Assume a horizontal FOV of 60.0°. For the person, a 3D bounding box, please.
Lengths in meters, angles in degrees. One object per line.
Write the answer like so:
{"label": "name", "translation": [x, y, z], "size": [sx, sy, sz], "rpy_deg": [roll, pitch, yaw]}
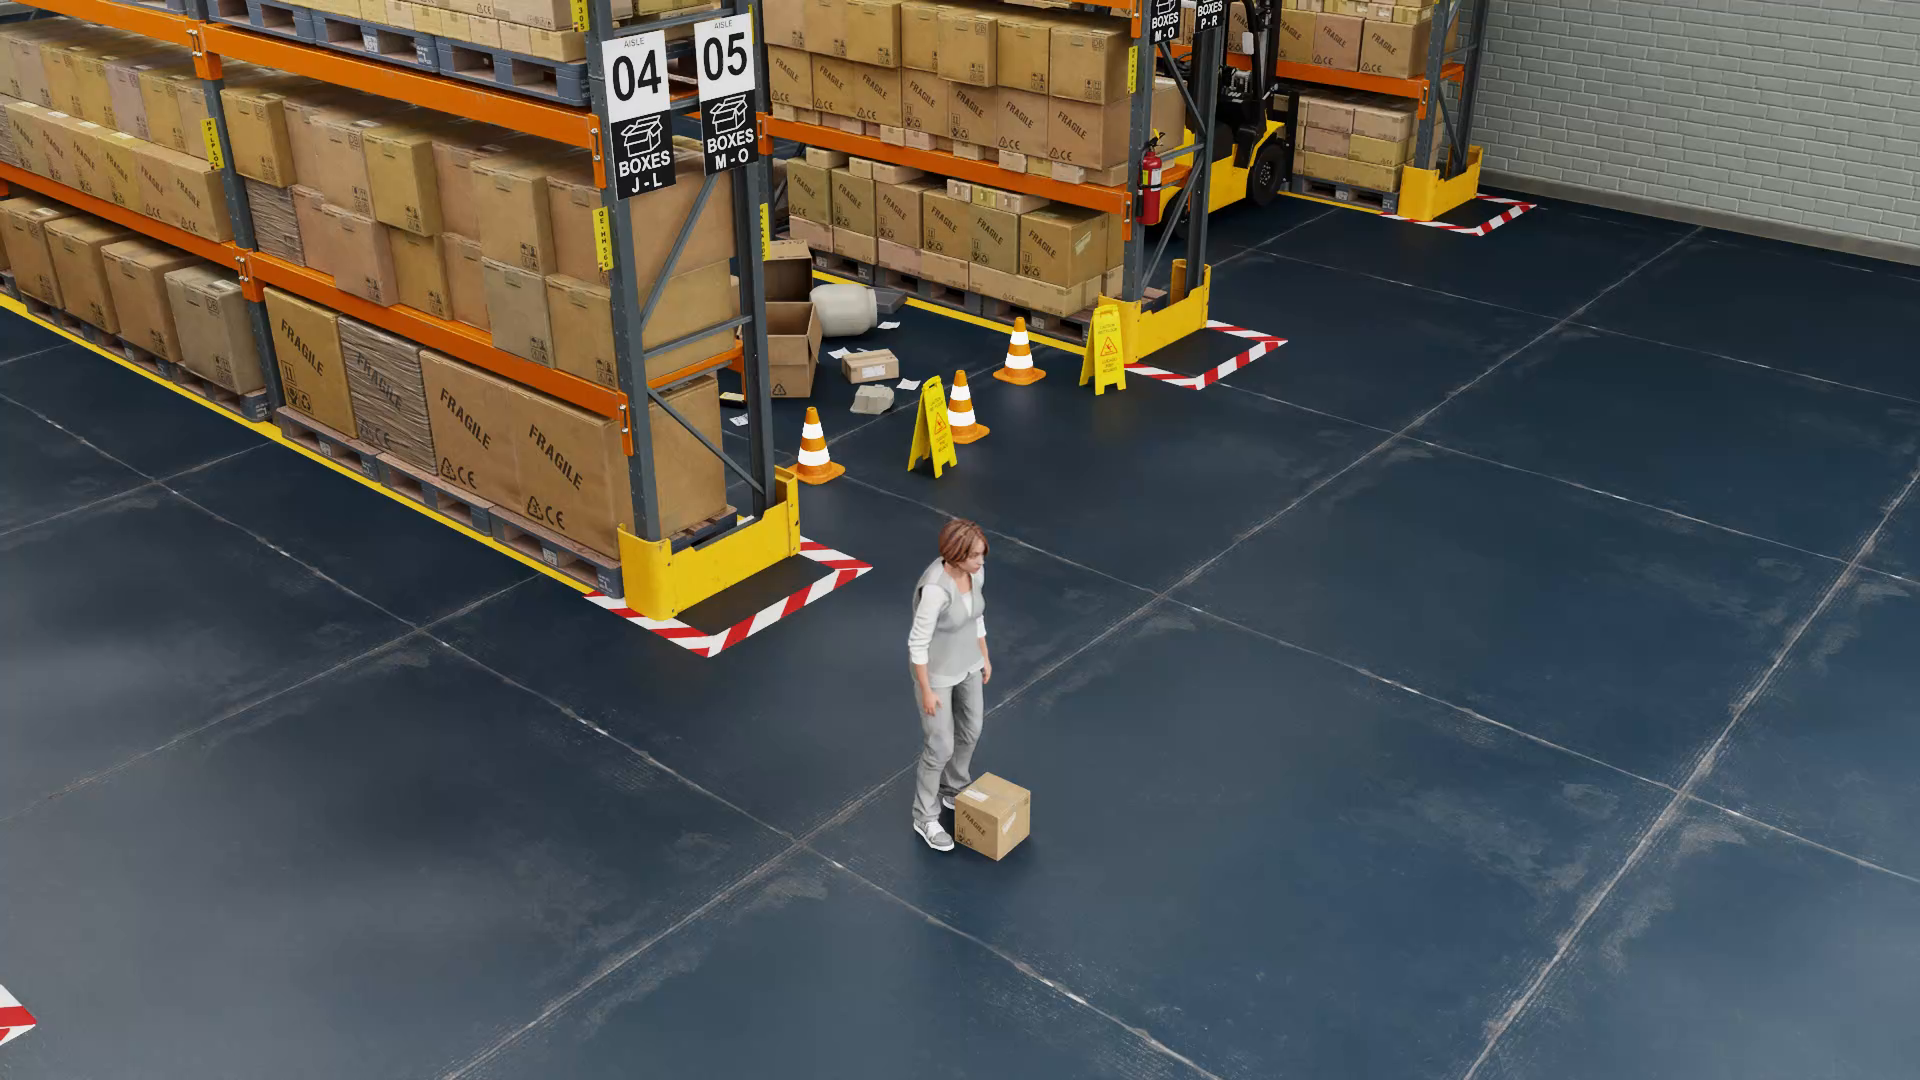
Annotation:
{"label": "person", "translation": [-0.040, 0.611, 7.470], "size": [0.344, 1.593, 0.462], "rpy_deg": [21, 34, 34]}
